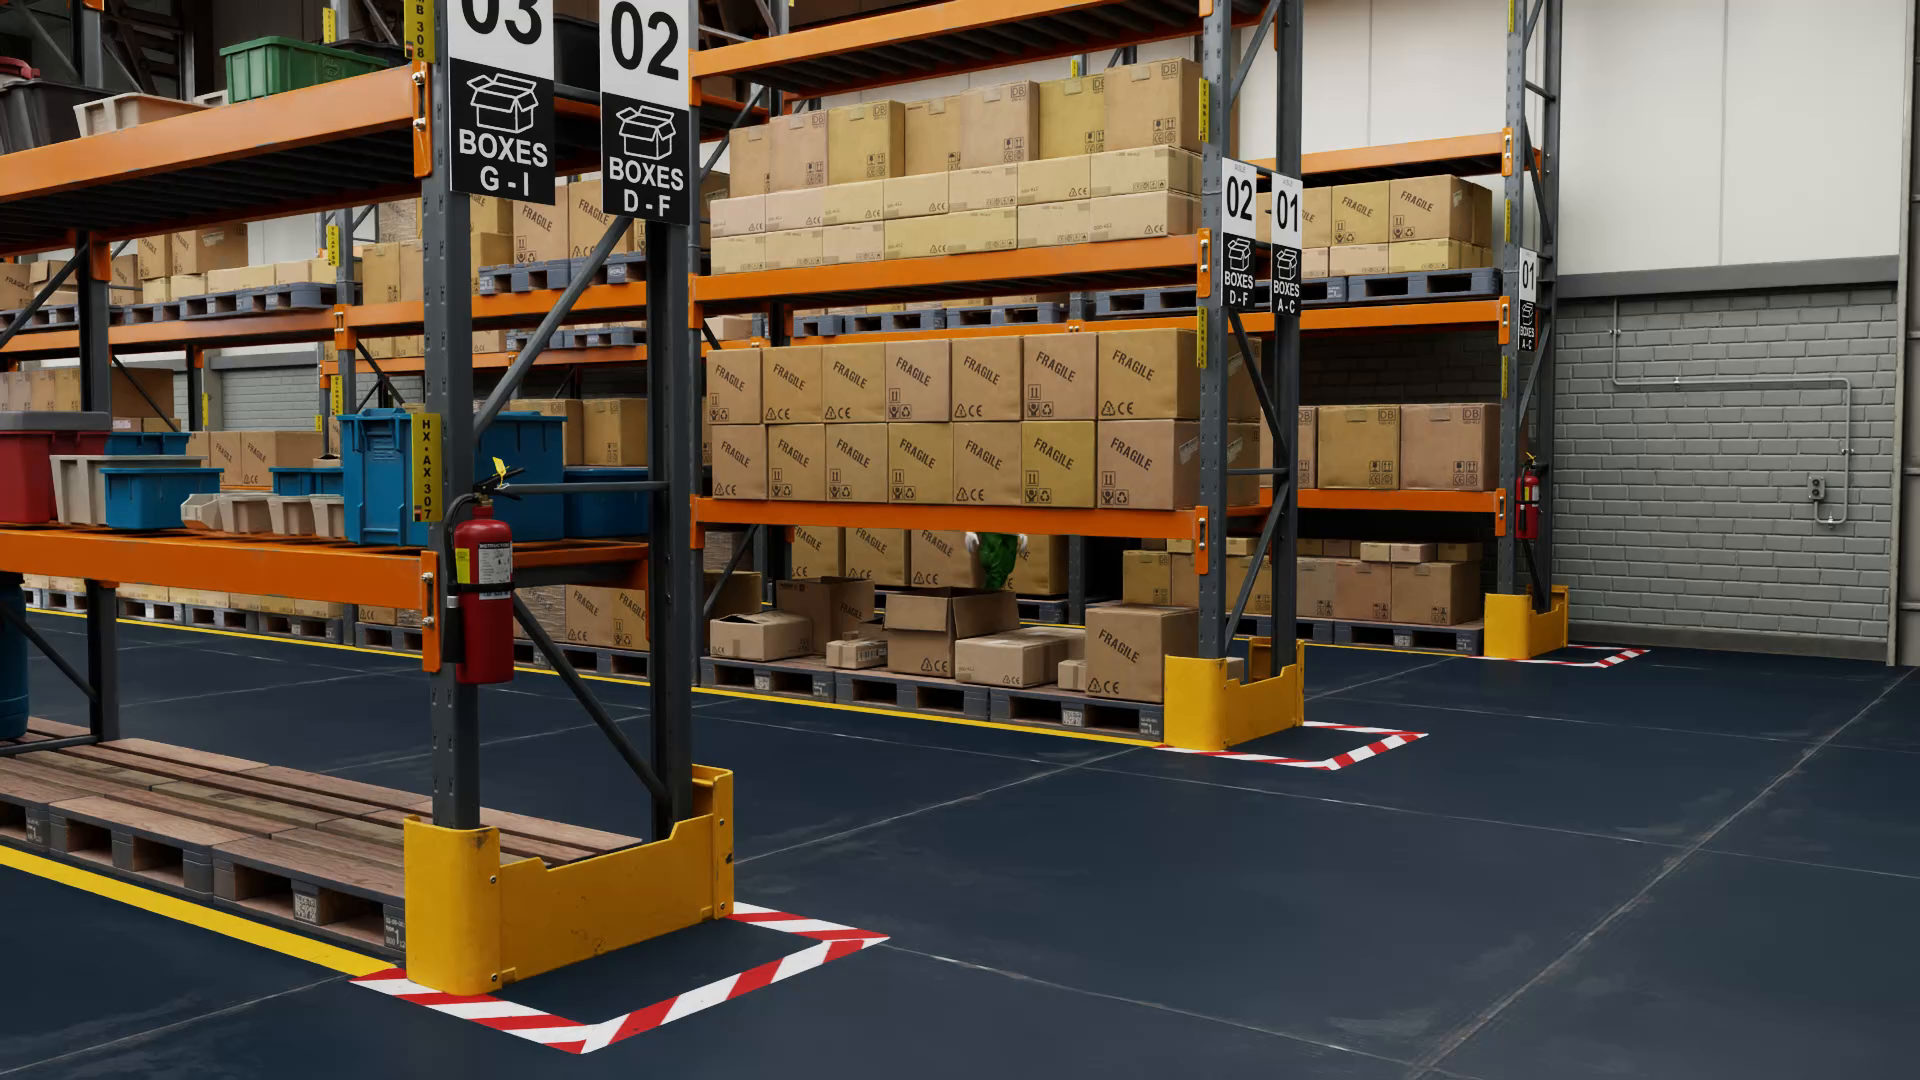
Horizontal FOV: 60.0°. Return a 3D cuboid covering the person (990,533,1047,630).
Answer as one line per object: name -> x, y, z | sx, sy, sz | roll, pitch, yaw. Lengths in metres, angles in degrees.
person -> 0.482, -0.068, 14.581 | 0.559, 1.776, 0.532 | 3, 4, 42
